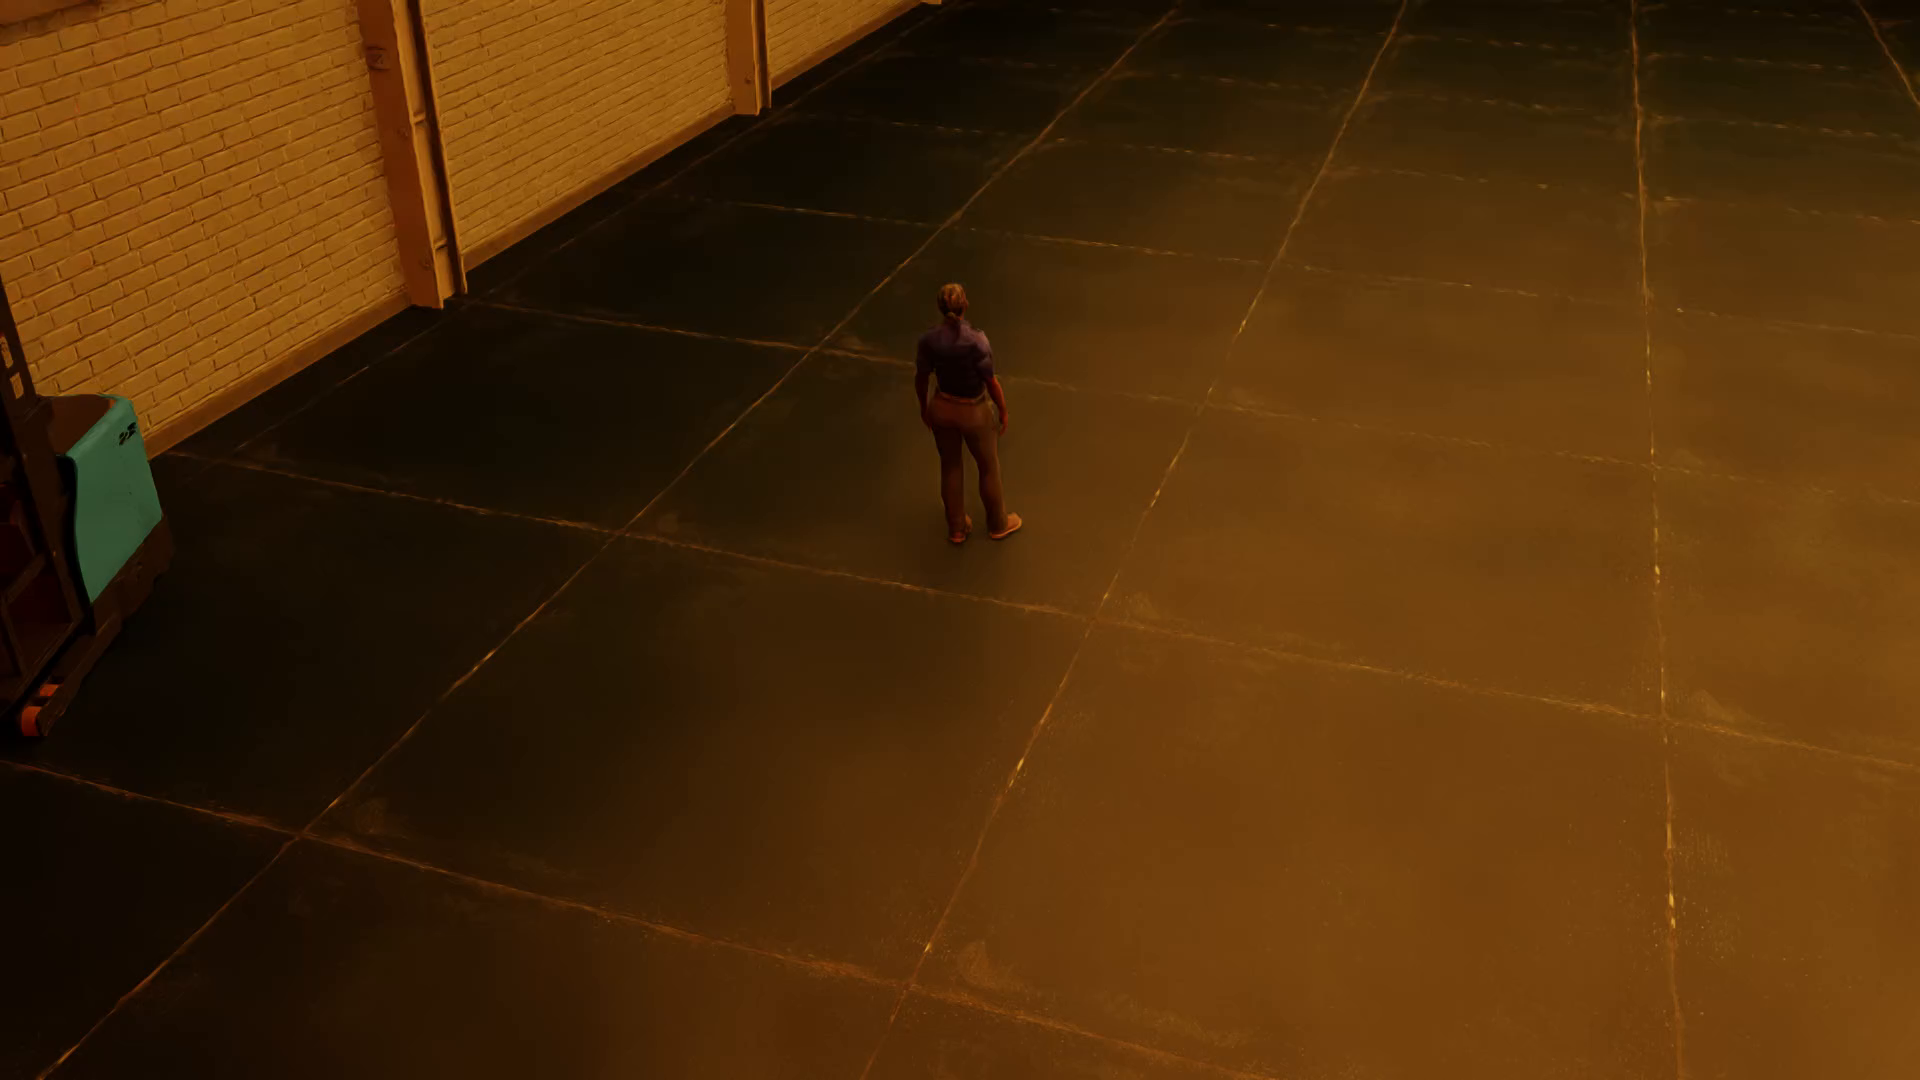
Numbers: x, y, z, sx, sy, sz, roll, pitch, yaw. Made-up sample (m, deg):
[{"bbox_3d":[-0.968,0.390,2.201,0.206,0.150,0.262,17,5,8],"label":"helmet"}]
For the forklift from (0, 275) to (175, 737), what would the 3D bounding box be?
[{"bbox_3d":[-5.134,-0.428,7.888,1.130,2.935,3.031,-1,30,-1],"label":"forklift"}]

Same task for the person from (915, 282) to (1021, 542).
[{"bbox_3d":[0.047,-0.763,9.749,0.570,1.654,0.503,10,31,16],"label":"person"}]
